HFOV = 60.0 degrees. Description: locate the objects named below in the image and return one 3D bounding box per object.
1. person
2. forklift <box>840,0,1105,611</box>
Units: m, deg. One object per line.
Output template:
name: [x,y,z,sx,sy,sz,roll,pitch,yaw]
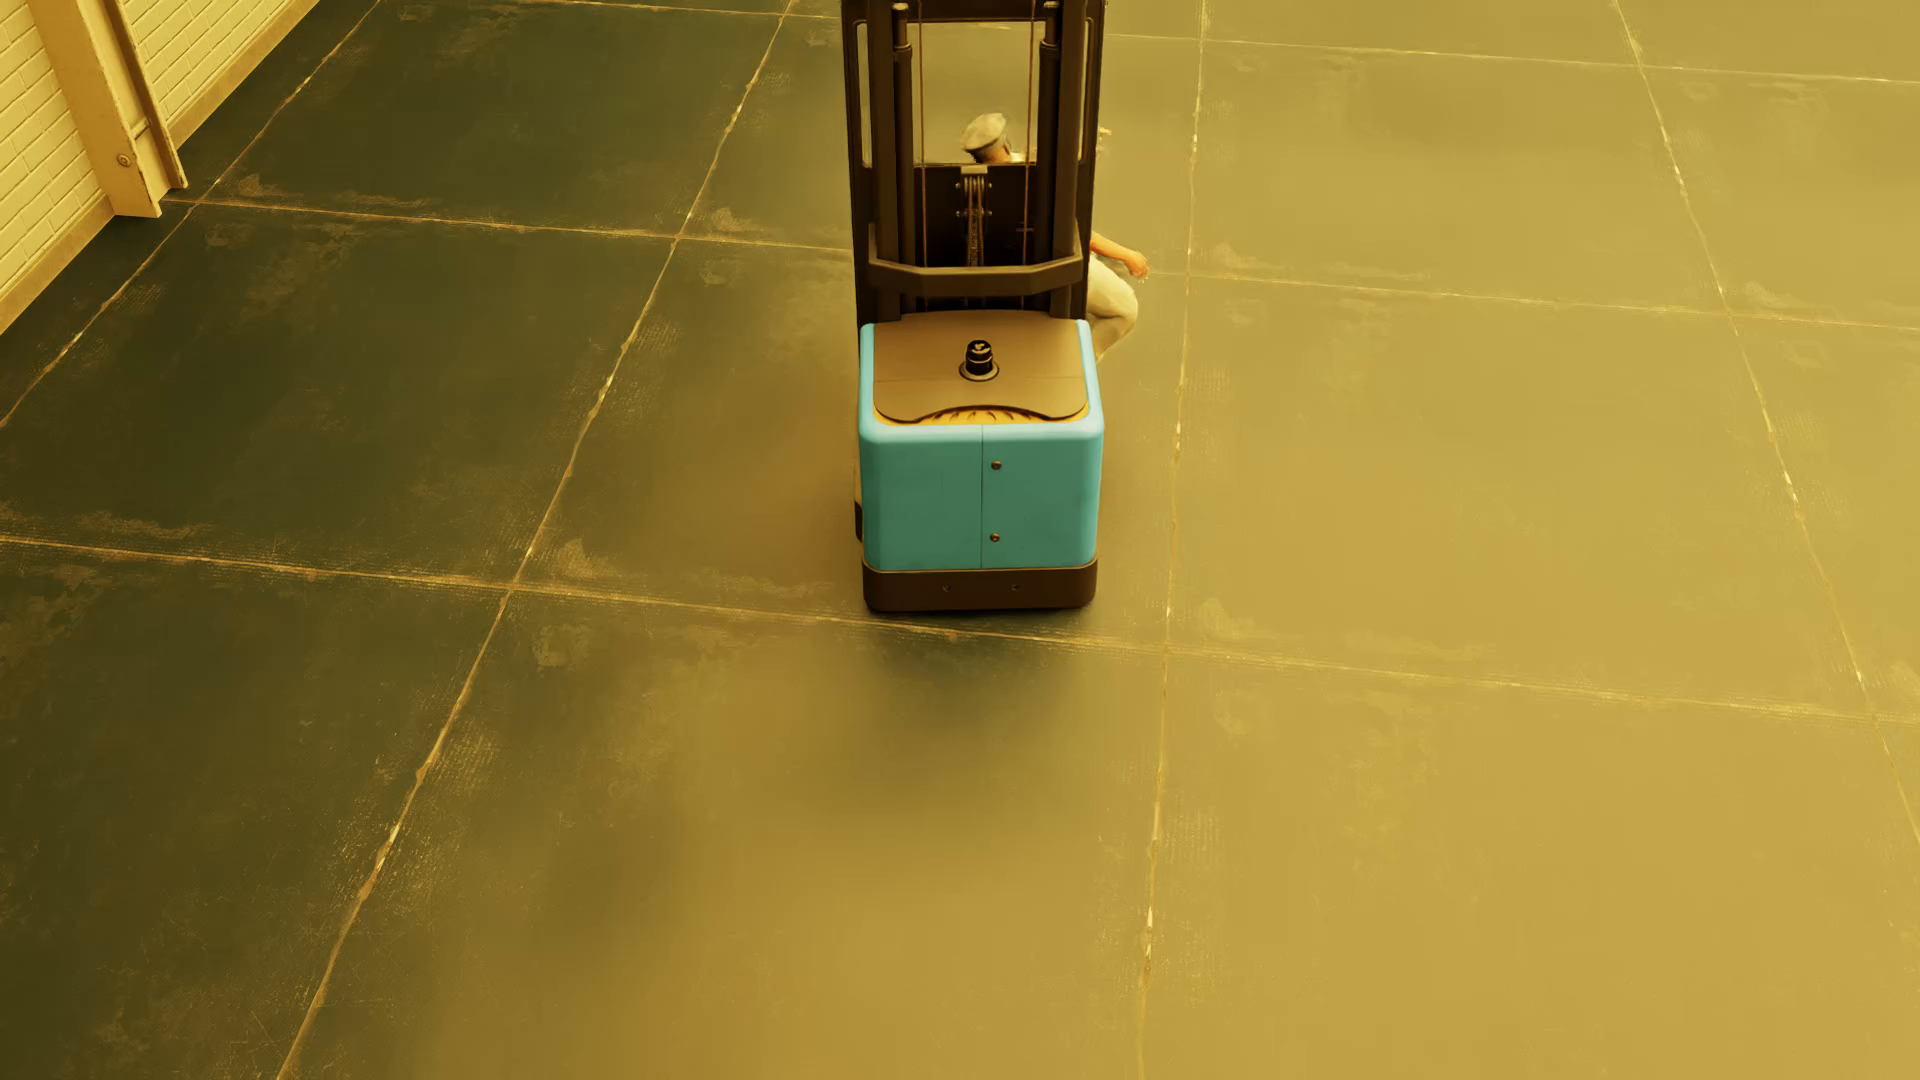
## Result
person: [0.466,-1.339,8.174,0.968,1.515,0.818,27,49,27]
forklift: [0.044,-1.740,7.619,1.130,2.935,3.031,-1,43,-1]
